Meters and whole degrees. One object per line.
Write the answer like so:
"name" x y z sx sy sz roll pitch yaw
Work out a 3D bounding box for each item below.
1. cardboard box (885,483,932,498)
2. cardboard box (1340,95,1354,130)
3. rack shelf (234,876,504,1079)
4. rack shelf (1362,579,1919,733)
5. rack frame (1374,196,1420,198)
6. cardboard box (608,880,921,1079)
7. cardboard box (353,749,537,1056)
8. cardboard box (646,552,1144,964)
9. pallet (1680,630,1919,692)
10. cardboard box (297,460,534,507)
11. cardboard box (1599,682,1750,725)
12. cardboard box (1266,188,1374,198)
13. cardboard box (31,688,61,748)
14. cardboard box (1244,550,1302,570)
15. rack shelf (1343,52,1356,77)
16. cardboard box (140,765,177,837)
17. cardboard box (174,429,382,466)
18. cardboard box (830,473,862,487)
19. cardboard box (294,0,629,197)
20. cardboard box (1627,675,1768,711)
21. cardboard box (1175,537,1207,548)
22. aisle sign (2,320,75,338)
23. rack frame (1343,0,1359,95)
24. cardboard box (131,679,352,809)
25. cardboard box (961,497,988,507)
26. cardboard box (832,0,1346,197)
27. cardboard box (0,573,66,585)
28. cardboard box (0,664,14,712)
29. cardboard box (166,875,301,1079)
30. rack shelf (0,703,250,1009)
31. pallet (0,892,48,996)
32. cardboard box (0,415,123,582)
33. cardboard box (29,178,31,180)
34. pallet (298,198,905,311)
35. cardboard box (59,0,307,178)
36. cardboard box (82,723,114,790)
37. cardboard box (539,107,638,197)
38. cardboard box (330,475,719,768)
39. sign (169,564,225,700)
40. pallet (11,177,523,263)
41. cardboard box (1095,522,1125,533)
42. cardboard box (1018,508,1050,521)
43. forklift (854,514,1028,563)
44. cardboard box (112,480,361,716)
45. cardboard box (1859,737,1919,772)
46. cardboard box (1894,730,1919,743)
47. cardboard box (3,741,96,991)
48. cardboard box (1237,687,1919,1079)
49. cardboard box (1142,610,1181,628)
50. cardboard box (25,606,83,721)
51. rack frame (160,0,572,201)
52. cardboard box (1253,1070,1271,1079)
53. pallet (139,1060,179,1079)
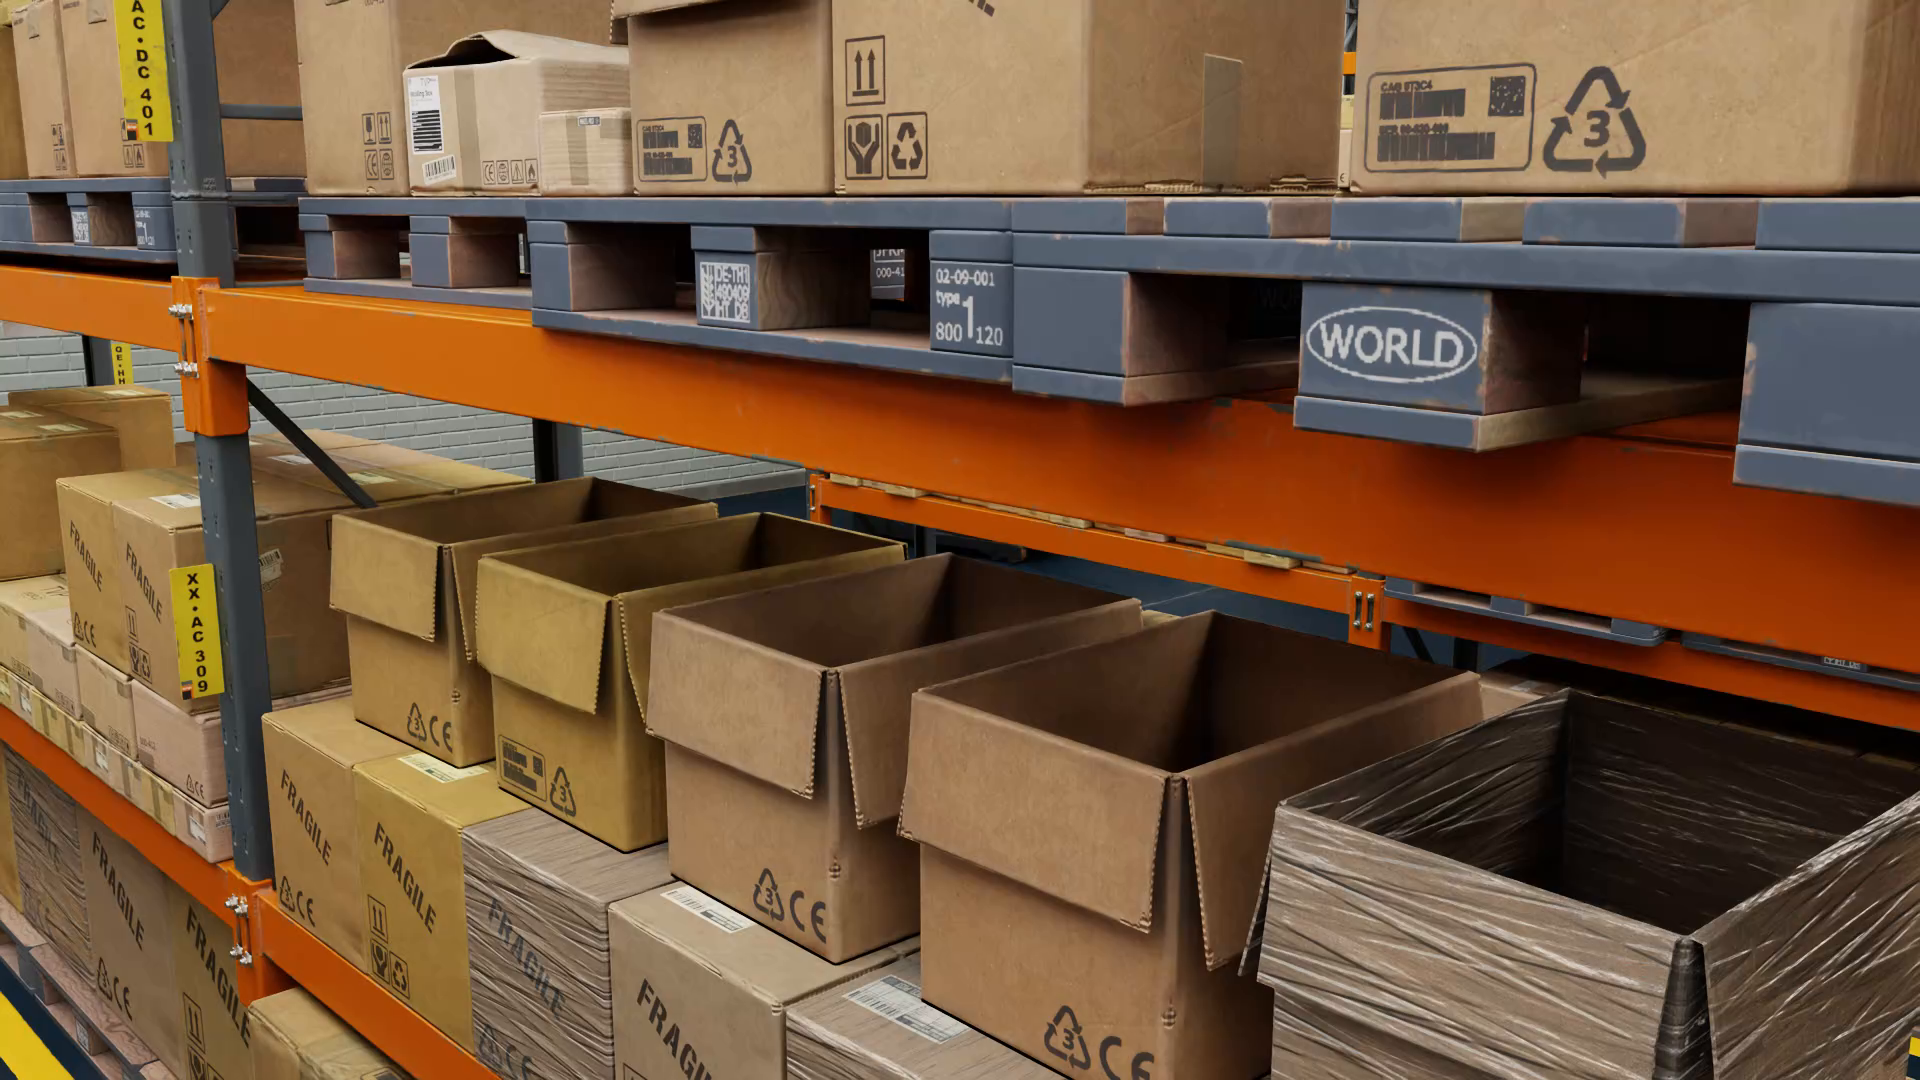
"cardboard box" -0.223 -0.357 9.834 0.250 0.149 0.380 11 16 44
"cardboard box" 1.786 -1.911 7.463 0.250 0.149 0.380 11 16 43
"rack shelf" -0.076 1.253 3.178 1.077 0.370 4.000 -11 16 -43
"rack shelf" 3.581 0.577 6.461 1.077 0.370 4.000 -11 16 -43
"rack frame" 2.200 -3.006 7.200 1.000 3.000 0.127 -11 16 -43
"cardboard box" -0.267 0.883 2.944 0.500 0.500 0.500 -10 16 -41
"cardboard box" -0.973 0.735 3.661 0.500 0.500 0.500 -11 16 -42
"cardboard box" -0.104 0.351 3.040 0.797 0.503 0.637 -10 15 -41
"pallet" 3.566 0.327 6.366 1.003 0.211 1.213 -11 16 -43
"cardboard box" -1.603 0.064 4.944 0.500 0.500 0.500 -11 16 -43
"cardboard box" 2.889 0.806 6.862 0.500 0.250 0.500 -10 16 -41
"cardboard box" 1.666 -1.497 7.683 0.500 0.250 0.500 -10 16 -41
"cardboard box" -2.792 0.546 5.452 0.380 0.149 0.250 -11 16 -43
"cardboard box" 1.577 0.024 7.983 0.250 0.149 0.380 11 16 44
"rack shelf" 4.329 -3.454 12.149 1.077 0.370 4.000 -11 16 -43
"cardboard box" -2.083 0.696 4.724 0.380 0.149 0.250 -10 16 -41
"cardboard box" -2.300 -0.084 5.663 0.500 0.500 0.500 11 16 43
"cardboard box" -0.576 -0.435 10.213 0.380 0.149 0.250 -11 16 -43
"cardboard box" -1.049 -1.032 3.763 0.700 0.500 0.500 -10 16 -41
"cardboard box" 3.242 0.734 7.210 0.500 0.250 0.500 -10 15 -40
"cardboard box" 1.307 -0.070 8.442 0.250 0.149 0.380 11 16 44
"aisle sign" -4.052 -1.300 7.347 0.394 0.787 0.004 -11 16 -43
"rack frame" 2.948 -4.294 13.453 1.000 3.000 0.127 -11 16 -43
"cardboard box" -1.952 0.509 4.642 0.500 0.250 0.500 -11 16 -44
"cardboard box" 0.225 -0.295 9.534 0.380 0.149 0.250 -11 16 -43
"cardboard box" 0.172 -0.724 2.269 0.500 0.500 0.500 -10 15 -40
"cardboard box" -3.375 0.209 6.096 0.500 0.250 0.500 11 16 43
"cardboard box" -3.150 0.470 5.817 0.250 0.149 0.380 11 16 44
"cardboard box" -1.855 1.336 5.216 0.875 0.875 0.875 -11 16 -43
"rack shelf" -2.838 0.669 6.011 1.077 0.370 4.000 -11 16 -43
"pallet" -3.611 1.497 7.123 1.003 0.211 1.213 -11 16 -43
"cardboard box" -3.376 -0.159 6.025 0.500 0.500 0.500 11 16 44
"cardboard box" -2.668 -1.445 5.521 0.700 0.500 0.500 -10 15 -40
"pallet" -0.788 -0.640 3.623 1.217 0.209 0.805 11 16 43
"cardboard box" -2.041 -1.270 4.670 0.500 0.500 0.700 11 16 42
"cardboard box" -2.437 0.621 5.088 0.380 0.149 0.250 -11 16 -42
"cardboard box" -0.537 -0.705 3.046 0.250 0.149 0.380 11 16 43
"cardboard box" -1.010 0.161 3.964 0.637 0.503 0.797 11 16 44
"sign" -1.858 0.224 4.050 0.100 0.325 0.005 -11 16 -43
"pallet" -2.015 -0.938 4.815 1.003 0.211 1.213 -11 16 -43
"cardboard box" 0.929 -0.144 8.801 0.380 0.149 0.250 -11 16 -43
"cardboard box" 0.538 -0.215 9.142 0.380 0.149 0.250 -10 15 -41
"forklift" 0.538 -1.362 14.259 3.031 2.935 1.130 8 14 35
"cardboard box" -1.968 0.140 4.576 0.500 0.500 0.500 -10 15 -41
"cardboard box" 3.604 0.956 6.134 0.500 0.250 0.500 -10 16 -41
"cardboard box" 3.978 0.885 6.477 0.500 0.250 0.500 -11 16 -42
"cardboard box" -3.091 1.075 6.484 0.875 0.875 0.875 -11 16 -43
"cardboard box" 0.812 0.543 2.106 0.797 0.503 0.637 -10 15 -41
"cardboard box" 1.051 0.521 9.499 0.380 0.149 0.250 -11 16 -42
"cardboard box" -2.664 0.359 5.369 0.500 0.250 0.500 -10 16 -41
"rack frame" -1.457 -2.329 3.917 1.000 3.000 0.127 -11 16 -43
"cardboard box" 0.445 1.033 2.218 0.500 0.500 0.500 -11 16 -43
"pallet" -1.926 1.853 5.395 1.003 0.211 1.213 -11 16 -43
